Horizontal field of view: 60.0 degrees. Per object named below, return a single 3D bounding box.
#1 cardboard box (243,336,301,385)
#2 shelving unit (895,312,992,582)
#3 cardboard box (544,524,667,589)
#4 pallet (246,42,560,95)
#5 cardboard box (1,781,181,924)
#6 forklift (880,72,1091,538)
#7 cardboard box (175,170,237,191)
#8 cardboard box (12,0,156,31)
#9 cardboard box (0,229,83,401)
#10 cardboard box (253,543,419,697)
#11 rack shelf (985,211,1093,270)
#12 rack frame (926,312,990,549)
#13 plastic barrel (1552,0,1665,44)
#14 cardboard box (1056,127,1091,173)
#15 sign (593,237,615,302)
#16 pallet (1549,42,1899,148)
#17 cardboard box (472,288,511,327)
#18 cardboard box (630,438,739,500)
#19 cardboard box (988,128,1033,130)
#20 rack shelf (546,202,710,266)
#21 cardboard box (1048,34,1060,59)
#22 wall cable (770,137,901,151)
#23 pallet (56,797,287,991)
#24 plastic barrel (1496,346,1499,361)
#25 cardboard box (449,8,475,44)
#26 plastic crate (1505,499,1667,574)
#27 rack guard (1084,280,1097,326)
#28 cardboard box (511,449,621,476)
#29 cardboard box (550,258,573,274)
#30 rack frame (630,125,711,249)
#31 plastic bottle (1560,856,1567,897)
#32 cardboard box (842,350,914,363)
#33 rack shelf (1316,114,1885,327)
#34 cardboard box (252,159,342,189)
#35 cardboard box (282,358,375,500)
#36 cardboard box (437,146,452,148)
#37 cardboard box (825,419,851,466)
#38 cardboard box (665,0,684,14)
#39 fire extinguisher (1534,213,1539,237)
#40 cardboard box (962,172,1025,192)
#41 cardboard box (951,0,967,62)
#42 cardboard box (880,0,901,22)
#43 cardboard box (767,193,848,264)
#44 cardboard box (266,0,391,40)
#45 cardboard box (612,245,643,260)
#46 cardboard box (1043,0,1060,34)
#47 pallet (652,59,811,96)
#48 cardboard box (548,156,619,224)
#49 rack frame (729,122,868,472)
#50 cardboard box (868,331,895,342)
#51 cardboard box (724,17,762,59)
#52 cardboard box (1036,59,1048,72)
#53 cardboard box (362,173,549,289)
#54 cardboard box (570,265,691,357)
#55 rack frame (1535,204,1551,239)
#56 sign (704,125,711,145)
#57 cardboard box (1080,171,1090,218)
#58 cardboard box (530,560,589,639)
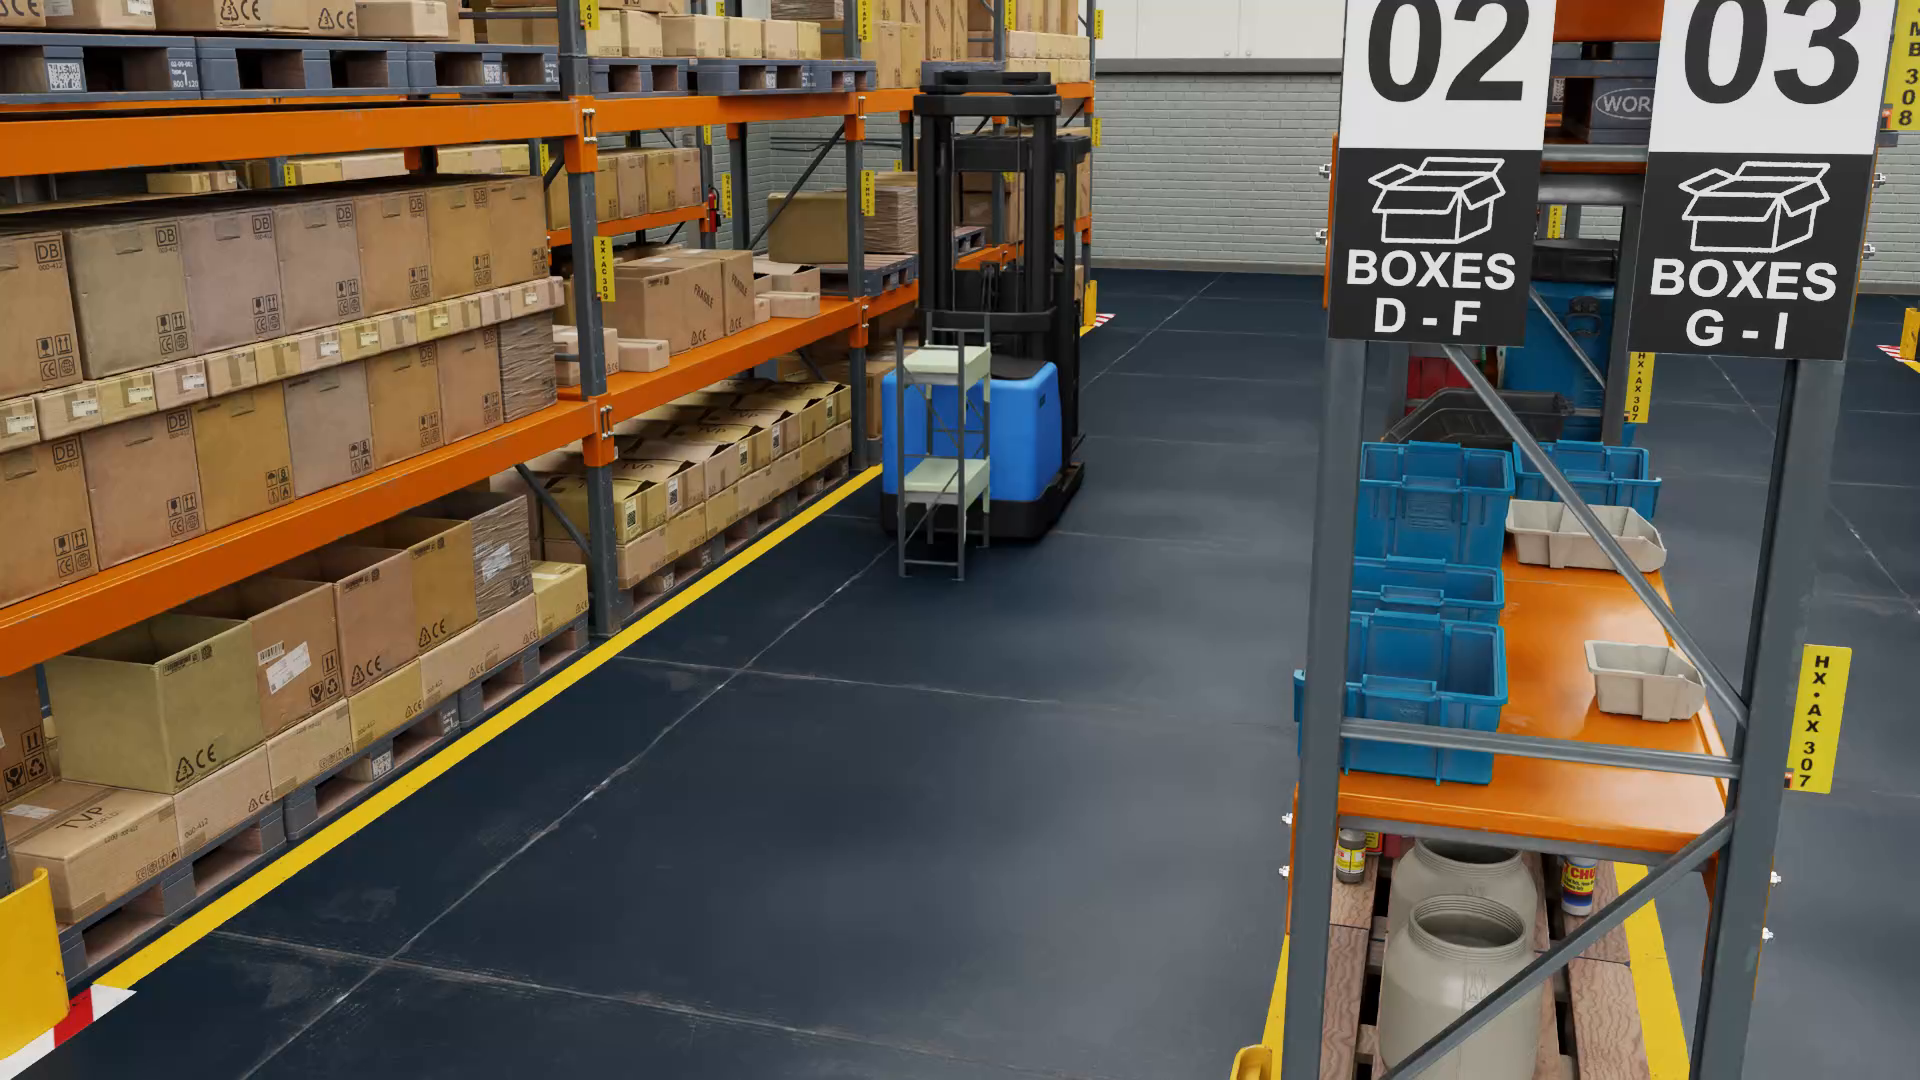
[{"bbox_3d":[-2.796,-0.702,6.435,0.380,0.149,0.250,4,16,15],"label":"cardboard box"},{"bbox_3d":[-0.092,-0.583,10.137,0.431,1.500,0.755,3,16,12],"label":"shelving unit"},{"bbox_3d":[-1.989,0.069,9.358,0.500,0.250,0.500,4,16,15],"label":"cardboard box"},{"bbox_3d":[-2.559,-2.141,7.544,1.003,0.211,1.213,5,16,16],"label":"pallet"},{"bbox_3d":[-3.112,1.079,5.798,0.500,0.250,0.500,5,16,16],"label":"cardboard box"},{"bbox_3d":[0.304,-1.782,11.741,1.130,2.935,3.031,3,16,12],"label":"forklift"},{"bbox_3d":[-6.024,-2.874,13.287,0.380,0.149,0.250,2,16,9],"label":"cardboard box"},{"bbox_3d":[-2.974,-1.805,5.632,0.380,0.149,0.250,5,16,16],"label":"cardboard box"},{"bbox_3d":[-3.318,-0.726,5.331,0.700,0.500,0.500,5,16,16],"label":"cardboard box"},{"bbox_3d":[-2.683,0.326,7.078,0.500,0.500,0.500,5,16,16],"label":"cardboard box"},{"bbox_3d":[0.501,-3.235,18.058,1.077,0.370,4.000,5,16,16],"label":"rack shelf"},{"bbox_3d":[-0.012,-0.681,10.481,0.400,1.500,0.023,3,16,12],"label":"rack frame"},{"bbox_3d":[1.286,-1.522,3.646,0.600,0.830,0.708,5,16,16],"label":"plastic barrel"},{"bbox_3d":[1.206,-4.496,19.168,0.500,0.500,0.500,4,16,15],"label":"cardboard box"},{"bbox_3d":[-1.809,-1.377,8.456,0.100,0.325,0.005,5,16,16],"label":"sign"},{"bbox_3d":[1.599,-1.095,4.041,1.003,0.211,1.213,5,16,16],"label":"pallet"},{"bbox_3d":[-2.357,-1.104,7.854,0.380,0.149,0.250,4,16,14],"label":"cardboard box"},{"bbox_3d":[-1.692,-0.469,10.228,0.500,0.311,0.500,4,16,14],"label":"cardboard box"},{"bbox_3d":[0.549,-4.401,18.833,0.500,0.500,0.500,5,17,16],"label":"cardboard box"},{"bbox_3d":[-4.250,-3.619,19.408,1.077,0.370,4.000,5,16,16],"label":"rack shelf"},{"bbox_3d":[0.744,-5.169,17.419,0.500,0.250,0.500,5,16,16],"label":"cardboard box"},{"bbox_3d":[-1.731,-7.332,25.879,3.097,2.526,0.112,5,16,16],"label":"wall cable"},{"bbox_3d":[-3.301,1.219,6.143,1.003,0.211,1.213,5,16,16],"label":"pallet"},{"bbox_3d":[3.221,-1.184,9.258,0.433,0.535,0.433,0,16,0],"label":"plastic barrel"},{"bbox_3d":[-5.174,-4.923,16.201,0.700,0.500,0.500,4,16,13],"label":"cardboard box"},{"bbox_3d":[2.188,-0.009,5.847,0.530,0.136,0.437,5,16,16],"label":"plastic crate"},{"bbox_3d":[1.047,-2.882,20.075,1.175,0.500,0.348,5,16,16],"label":"rack guard"},{"bbox_3d":[-2.359,-0.379,9.910,0.500,0.311,0.500,5,17,17],"label":"cardboard box"},{"bbox_3d":[-4.517,-3.125,18.973,0.380,0.149,0.250,4,16,14],"label":"cardboard box"},{"bbox_3d":[-3.681,-4.488,21.155,1.000,3.000,0.127,5,16,16],"label":"rack frame"},{"bbox_3d":[2.114,1.124,5.693,0.097,0.201,0.097,0,16,0],"label":"plastic bottle"},{"bbox_3d":[-0.658,-1.255,13.532,0.500,0.500,0.500,4,16,14],"label":"cardboard box"},{"bbox_3d":[1.839,-1.154,5.222,1.077,0.370,4.000,5,16,16],"label":"rack shelf"},{"bbox_3d":[-5.570,-3.063,13.991,0.500,0.250,0.500,5,17,17],"label":"cardboard box"},{"bbox_3d":[-2.896,-0.493,6.888,0.700,0.500,0.500,5,17,18],"label":"cardboard box"},{"bbox_3d":[-5.341,-3.766,16.469,0.500,0.250,0.500,5,17,17],"label":"cardboard box"},{"bbox_3d":[-1.120,-0.734,12.191,0.500,0.250,0.500,5,17,17],"label":"cardboard box"},{"bbox_3d":[-3.628,-6.257,19.843,0.500,0.500,0.500,5,16,16],"label":"cardboard box"},{"bbox_3d":[6.296,-3.507,18.523,0.296,0.674,0.183,5,16,16],"label":"fire extinguisher"},{"bbox_3d":[0.336,-3.689,16.322,0.500,0.500,0.500,5,17,17],"label":"cardboard box"},{"bbox_3d":[-0.281,-4.674,15.176,0.600,0.600,0.600,3,16,11],"label":"cardboard box"},{"bbox_3d":[-0.784,-4.364,13.207,0.500,0.500,0.500,5,16,16],"label":"cardboard box"},{"bbox_3d":[-1.133,-2.435,12.966,0.700,0.500,0.500,-1,16,-3],"label":"cardboard box"},{"bbox_3d":[-2.891,-2.382,7.371,0.500,0.311,0.500,4,16,13],"label":"cardboard box"},{"bbox_3d":[-4.084,-3.524,20.380,0.380,0.149,0.250,5,16,16],"label":"cardboard box"},{"bbox_3d":[0.676,-5.678,17.838,0.700,0.500,0.500,5,16,16],"label":"cardboard box"},{"bbox_3d":[-1.626,-2.887,10.359,1.003,0.211,1.213,5,17,18],"label":"pallet"},{"bbox_3d":[-4.436,-3.917,18.592,0.980,0.700,0.700,4,16,14],"label":"cardboard box"},{"bbox_3d":[-1.204,-2.012,12.425,1.000,3.000,0.127,5,16,16],"label":"rack frame"},{"bbox_3d":[-0.873,-1.557,14.596,0.500,0.500,0.500,4,16,14],"label":"cardboard box"},{"bbox_3d":[-1.584,-3.174,10.532,0.500,0.250,0.500,4,16,15],"label":"cardboard box"},{"bbox_3d":[0.597,-4.798,17.028,0.500,0.250,0.500,5,16,16],"label":"cardboard box"},{"bbox_3d":[-2.461,-1.521,8.134,0.700,0.500,0.500,5,17,16],"label":"cardboard box"},{"bbox_3d":[-1.958,-1.351,9.912,0.500,0.500,0.500,6,17,20],"label":"cardboard box"},{"bbox_3d":[4.680,-2.673,14.757,1.000,3.000,0.127,5,16,16],"label":"rack frame"},{"bbox_3d":[-3.165,-5.113,20.804,0.100,0.325,0.005,5,16,16],"label":"sign"},{"bbox_3d":[1.203,-4.015,19.303,0.500,0.500,0.500,5,17,18],"label":"cardboard box"},{"bbox_3d":[-2.263,0.294,8.566,0.500,0.250,0.500,5,16,16],"label":"cardboard box"}]
